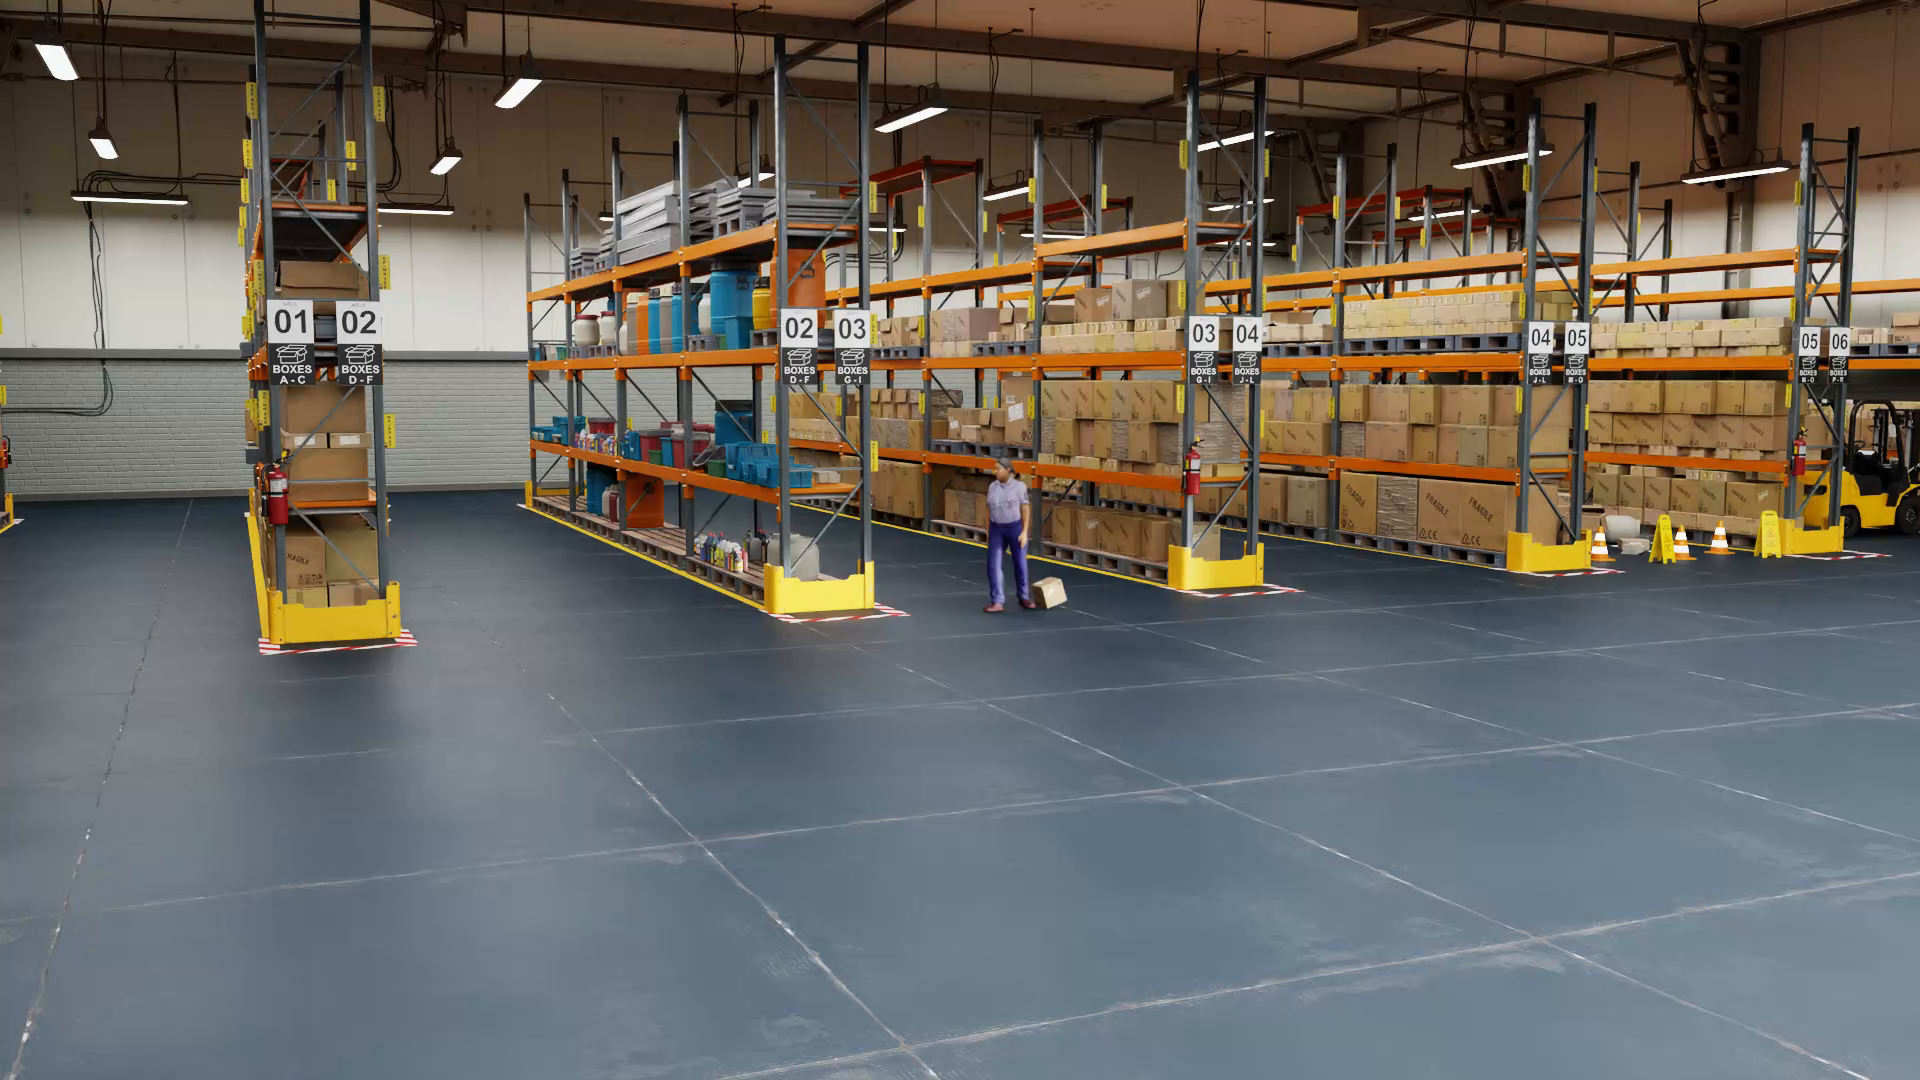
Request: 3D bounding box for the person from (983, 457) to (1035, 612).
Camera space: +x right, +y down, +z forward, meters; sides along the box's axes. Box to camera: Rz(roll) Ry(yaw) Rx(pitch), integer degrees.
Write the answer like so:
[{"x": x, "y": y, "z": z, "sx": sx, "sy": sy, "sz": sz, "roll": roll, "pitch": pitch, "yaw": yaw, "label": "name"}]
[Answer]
[{"x": 0.519, "y": -0.062, "z": 17.721, "sx": 0.528, "sy": 1.638, "sz": 0.598, "roll": 2, "pitch": 6, "yaw": 21, "label": "person"}]
